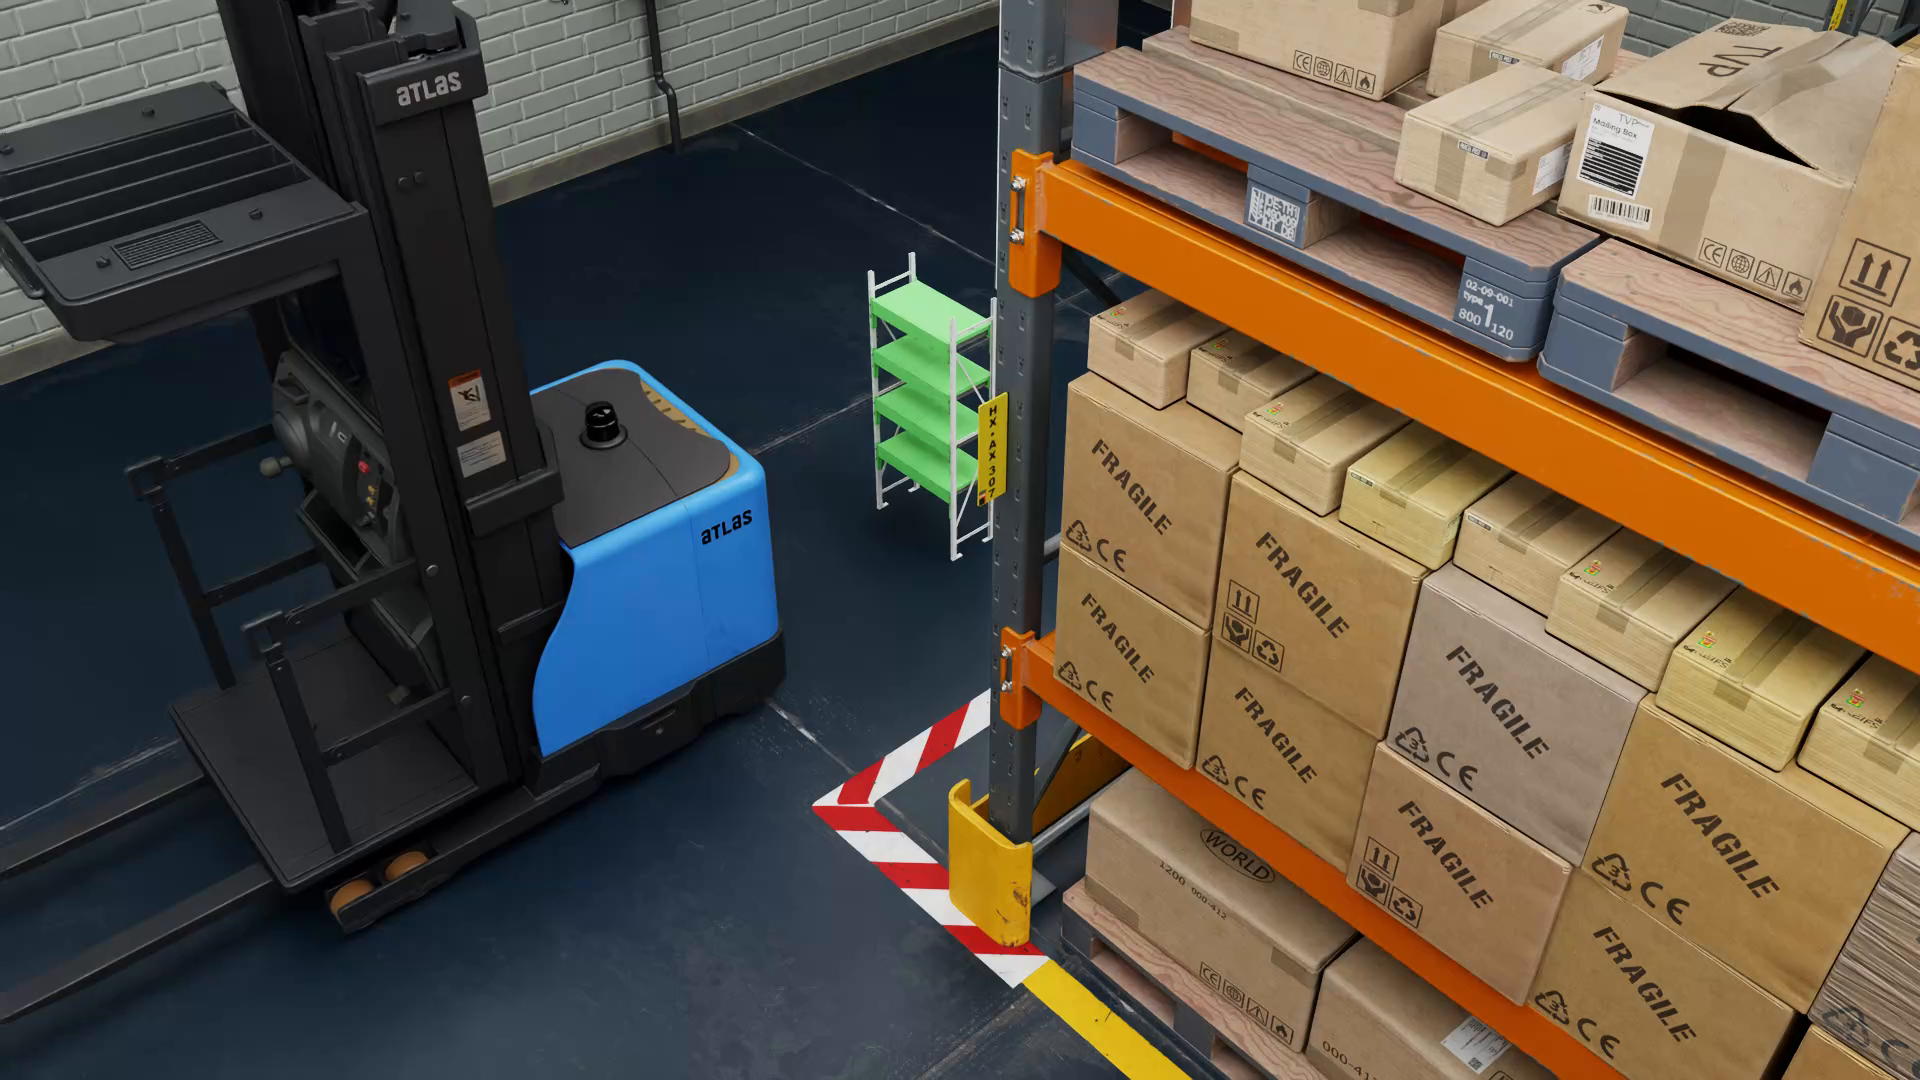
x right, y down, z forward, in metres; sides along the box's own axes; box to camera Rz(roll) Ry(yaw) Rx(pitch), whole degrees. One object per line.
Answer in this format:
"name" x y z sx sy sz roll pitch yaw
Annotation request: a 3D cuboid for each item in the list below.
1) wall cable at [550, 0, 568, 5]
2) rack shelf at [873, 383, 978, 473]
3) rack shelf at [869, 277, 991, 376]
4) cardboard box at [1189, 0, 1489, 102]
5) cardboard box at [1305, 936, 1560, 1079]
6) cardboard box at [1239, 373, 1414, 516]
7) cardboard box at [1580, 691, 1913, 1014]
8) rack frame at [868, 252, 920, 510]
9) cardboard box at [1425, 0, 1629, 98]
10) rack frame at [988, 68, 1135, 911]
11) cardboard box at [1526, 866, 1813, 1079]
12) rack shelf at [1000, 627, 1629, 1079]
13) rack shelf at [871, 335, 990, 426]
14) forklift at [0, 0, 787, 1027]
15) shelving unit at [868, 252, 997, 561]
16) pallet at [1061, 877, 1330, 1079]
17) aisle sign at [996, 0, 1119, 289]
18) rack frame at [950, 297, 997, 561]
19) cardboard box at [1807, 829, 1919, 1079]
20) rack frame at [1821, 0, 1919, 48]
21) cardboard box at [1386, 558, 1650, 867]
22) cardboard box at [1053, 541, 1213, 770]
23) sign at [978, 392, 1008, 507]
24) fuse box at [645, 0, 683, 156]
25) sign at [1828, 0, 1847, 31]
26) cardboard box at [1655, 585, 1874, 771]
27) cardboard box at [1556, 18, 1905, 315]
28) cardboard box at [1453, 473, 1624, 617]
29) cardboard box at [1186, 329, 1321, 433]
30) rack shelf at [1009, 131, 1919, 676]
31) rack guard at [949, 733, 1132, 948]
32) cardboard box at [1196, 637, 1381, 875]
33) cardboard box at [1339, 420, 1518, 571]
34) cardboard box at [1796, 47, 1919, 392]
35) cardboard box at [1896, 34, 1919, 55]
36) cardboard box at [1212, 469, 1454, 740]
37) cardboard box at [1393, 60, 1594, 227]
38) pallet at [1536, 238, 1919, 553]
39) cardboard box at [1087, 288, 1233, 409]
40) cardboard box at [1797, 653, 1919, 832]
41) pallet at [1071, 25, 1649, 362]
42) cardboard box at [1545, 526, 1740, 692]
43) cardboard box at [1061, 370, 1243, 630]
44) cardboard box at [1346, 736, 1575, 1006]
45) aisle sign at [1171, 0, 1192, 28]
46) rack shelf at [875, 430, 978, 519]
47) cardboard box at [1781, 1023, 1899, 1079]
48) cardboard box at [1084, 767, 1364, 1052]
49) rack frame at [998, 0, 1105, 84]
"wall cable" -2.295 -3.706 8.643 0.588 1.984 0.122 -30 48 -32
"rack shelf" -0.112 -0.494 7.008 0.258 0.148 0.480 -30 48 -32
"rack shelf" -0.112 -0.867 6.706 0.258 0.148 0.480 -30 48 -32
"cardboard box" 0.870 -1.244 3.721 0.500 0.250 0.500 30 47 31
"cardboard box" 1.644 1.414 4.817 0.875 0.438 0.875 -29 47 -31
"cardboard box" 0.856 -0.241 3.769 0.380 0.149 0.250 -28 47 -31
"cardboard box" 1.660 0.514 3.351 0.500 0.500 0.500 -30 48 -32
"rack frame" -0.277 -0.656 7.108 0.240 1.200 0.015 -30 48 -32
"cardboard box" 1.212 -1.044 3.554 0.250 0.149 0.380 30 48 32
"rack frame" 0.499 -0.103 4.990 1.000 3.000 0.127 -30 48 -32
"cardboard box" 1.657 0.893 3.678 0.500 0.500 0.500 -28 47 -30
"rack shelf" 1.852 1.103 4.070 1.077 0.370 4.000 -30 48 -32
"rack shelf" -0.112 -0.680 6.857 0.258 0.148 0.480 -30 48 -32
"forklift" -2.132 -0.202 5.167 3.031 2.935 1.130 -28 46 -30
"shelving unit" -0.112 -0.543 6.968 0.258 1.200 0.503 -30 48 -32
"pallet" 1.097 1.319 5.449 1.003 0.211 1.213 -30 48 -32
"aisle sign" 0.237 -1.024 4.062 0.394 0.787 0.004 -30 48 -32
"rack frame" 0.053 -0.430 6.828 0.240 1.200 0.015 -30 48 -32
"cardboard box" 1.993 0.750 3.059 0.500 0.500 0.500 -29 47 -31
"rack frame" 4.153 -2.214 7.604 1.000 3.000 0.127 -30 48 -32
"cardboard box" 1.322 0.284 3.636 0.500 0.500 0.500 -30 48 -32
"cardboard box" 0.612 0.202 4.532 0.500 0.500 0.500 -30 48 -32
"sign" 0.086 -0.237 4.404 0.100 0.325 0.005 -30 48 -32
"fuse box" -1.686 -3.026 9.635 0.539 1.711 0.414 -30 48 -32
"sign" 3.753 -2.320 7.046 0.100 0.325 0.005 -30 48 -32
"cardboard box" 1.553 0.235 3.181 0.380 0.149 0.250 -31 48 -33
"cardboard box" 1.474 -0.723 3.028 0.500 0.311 0.500 -29 47 -31
"cardboard box" 1.264 -0.028 3.505 0.380 0.149 0.250 -29 47 -31
"cardboard box" 0.765 -0.410 3.979 0.380 0.149 0.250 -29 47 -31
"rack shelf" 1.852 -0.064 3.127 1.077 0.370 4.000 -30 48 -32
"rack guard" 0.483 0.859 5.789 1.175 0.500 0.348 -30 48 -32
"cardboard box" 0.975 0.425 4.257 0.500 0.500 0.500 -31 48 -32
"cardboard box" 1.047 -0.127 3.628 0.380 0.149 0.250 -32 49 -33
"cardboard box" 1.752 -0.514 2.619 0.500 0.500 0.500 -29 47 -31
"cardboard box" 4.261 -1.947 7.156 0.500 0.250 0.500 -30 47 -32
"cardboard box" 0.968 0.049 3.927 0.500 0.500 0.500 -31 48 -33
"cardboard box" 1.065 -0.773 3.219 0.380 0.149 0.250 -28 47 -30
"pallet" 1.838 -0.332 2.956 1.003 0.211 1.213 -30 48 -32
"cardboard box" 0.535 -0.501 4.091 0.380 0.149 0.250 -29 47 -31
"cardboard box" 1.766 0.335 3.056 0.380 0.149 0.250 -30 48 -32
"pallet" 1.008 -0.896 3.656 1.003 0.211 1.213 -30 48 -32
"cardboard box" 1.402 0.106 3.340 0.380 0.149 0.250 -30 47 -31
"cardboard box" 0.614 -0.187 4.219 0.500 0.500 0.500 -31 48 -33
"cardboard box" 1.305 0.668 3.956 0.500 0.500 0.500 -30 48 -32
"aisle sign" 0.679 -1.279 4.377 0.394 0.787 0.004 -30 48 -32
"rack shelf" -0.112 -0.307 7.159 0.258 0.148 0.480 -30 48 -32
"cardboard box" 1.999 1.141 3.370 0.500 0.500 0.500 -31 48 -32
"cardboard box" 1.019 0.994 5.337 0.875 0.438 0.875 -32 49 -33
"rack frame" 0.499 -2.437 3.105 1.000 3.000 0.127 -30 48 -32
